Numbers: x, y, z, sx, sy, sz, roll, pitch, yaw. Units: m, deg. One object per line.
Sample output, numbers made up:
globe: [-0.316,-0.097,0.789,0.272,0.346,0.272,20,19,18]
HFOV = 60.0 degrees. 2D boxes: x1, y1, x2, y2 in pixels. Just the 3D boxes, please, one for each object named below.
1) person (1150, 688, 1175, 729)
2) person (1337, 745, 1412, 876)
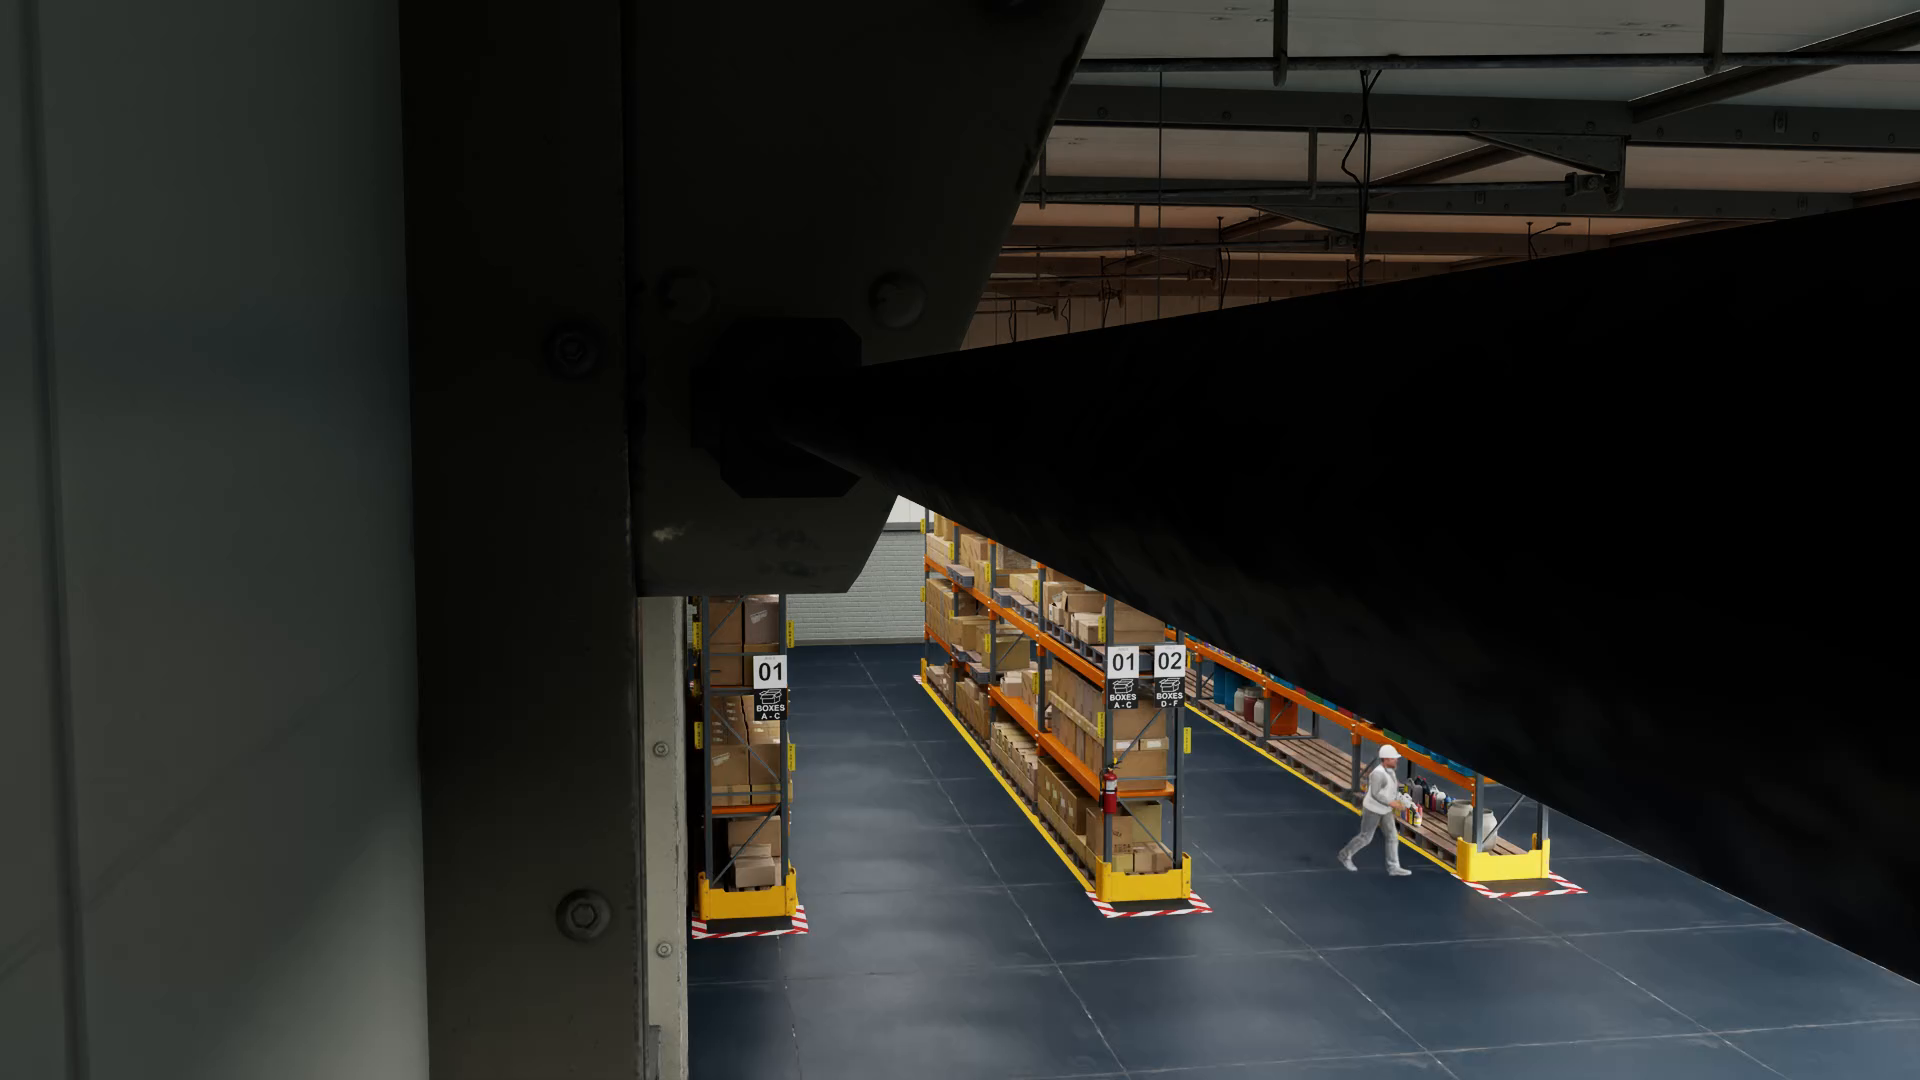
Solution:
person: [3.245,3.069,27.496,0.666,1.662,0.778,-1,5,-11]
person: [5.434,3.516,21.754,0.979,1.736,0.621,4,6,39]
